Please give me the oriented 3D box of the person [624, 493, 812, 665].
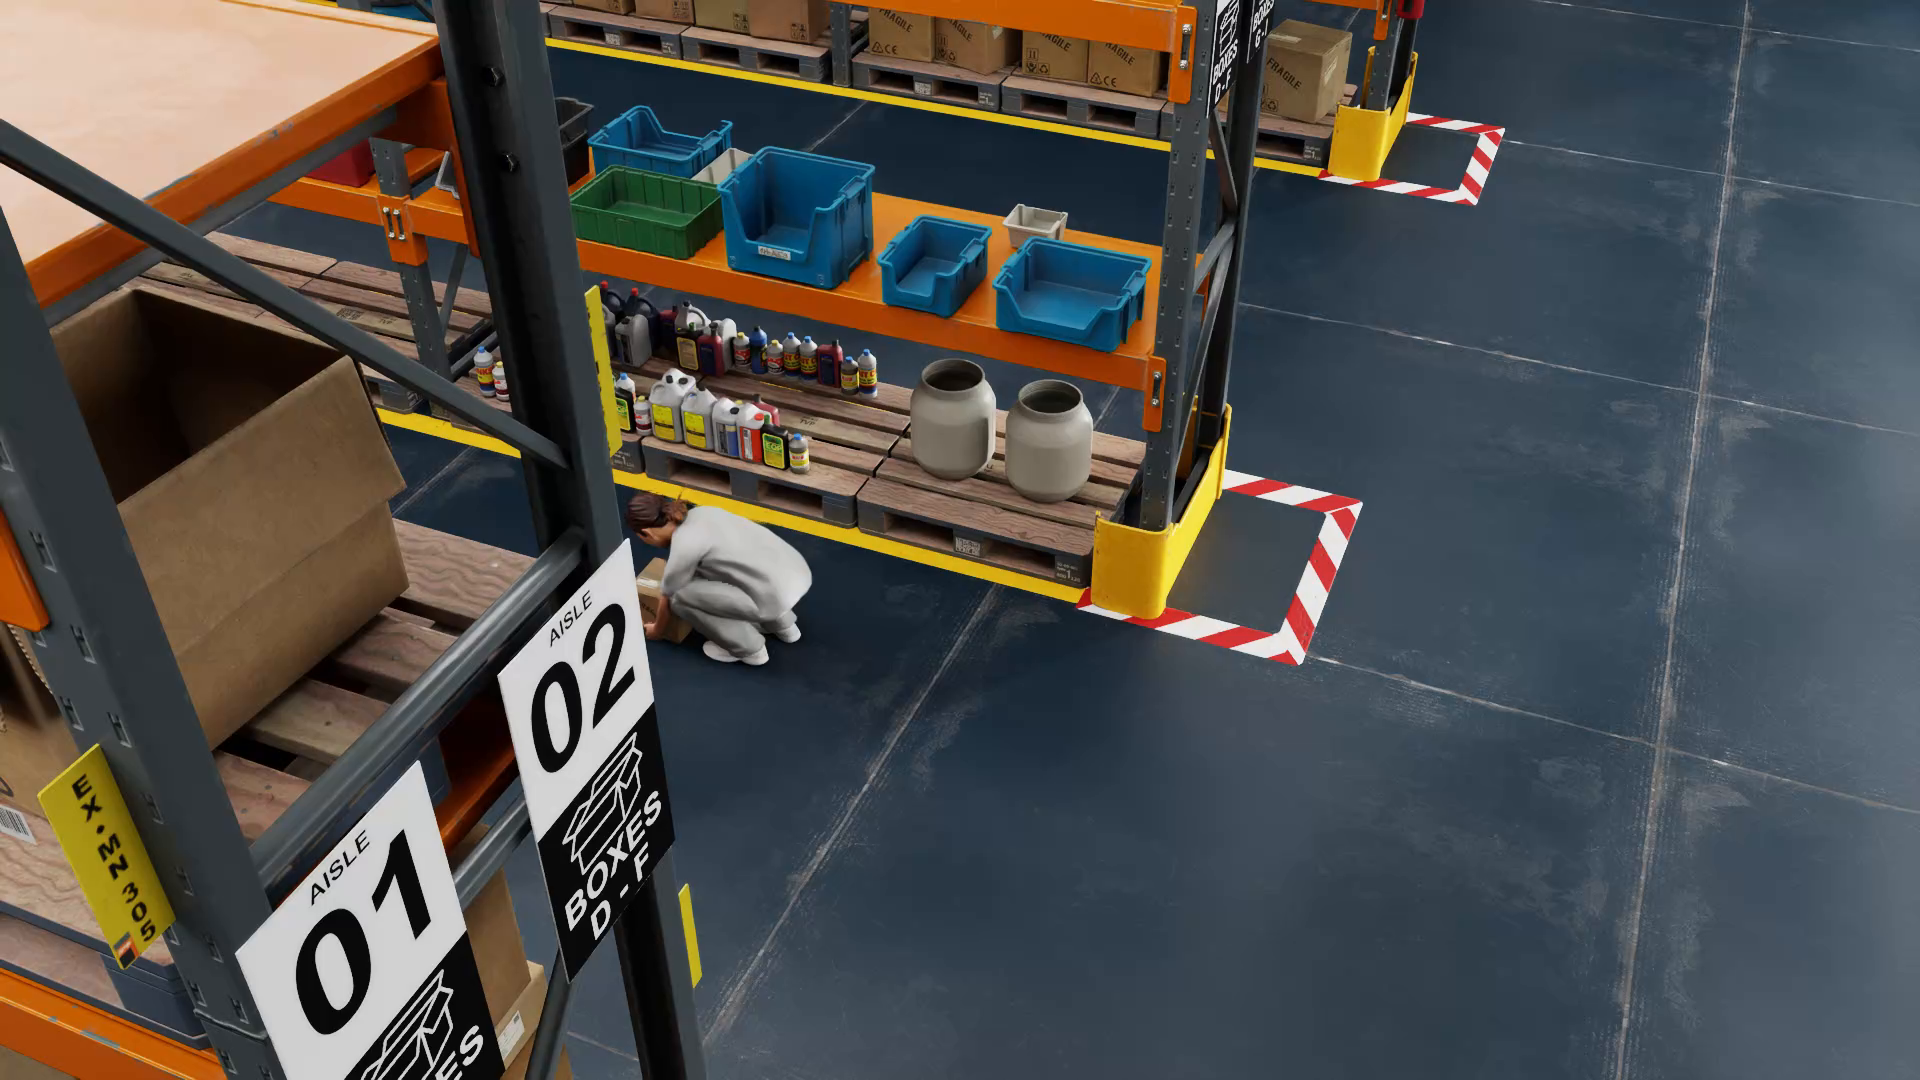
[{"bbox_3d":[-1.065,0.171,7.392,0.819,0.804,0.469,14,40,17],"label":"person"}]
